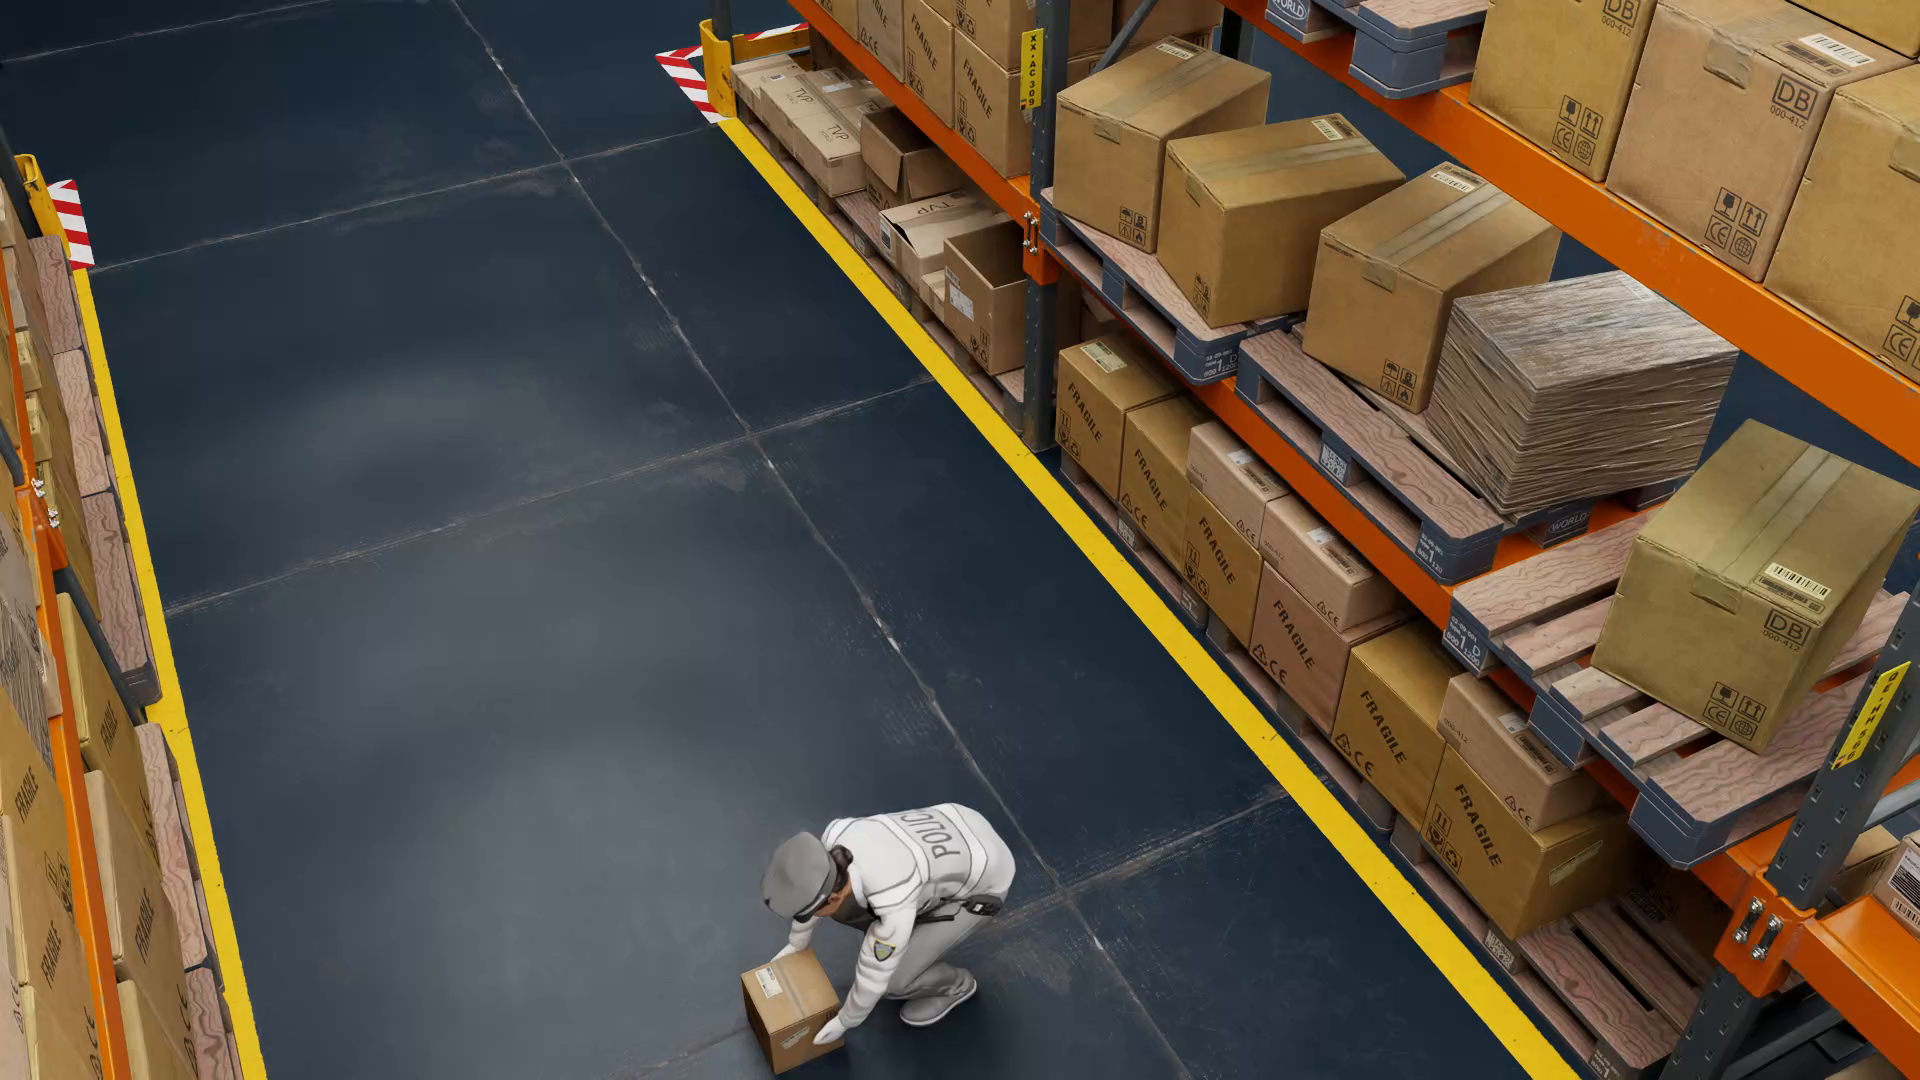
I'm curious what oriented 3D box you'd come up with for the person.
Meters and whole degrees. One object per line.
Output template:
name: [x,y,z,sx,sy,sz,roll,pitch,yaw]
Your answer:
person: [-0.220,1.192,5.331,0.845,0.981,0.489,-19,45,-20]
